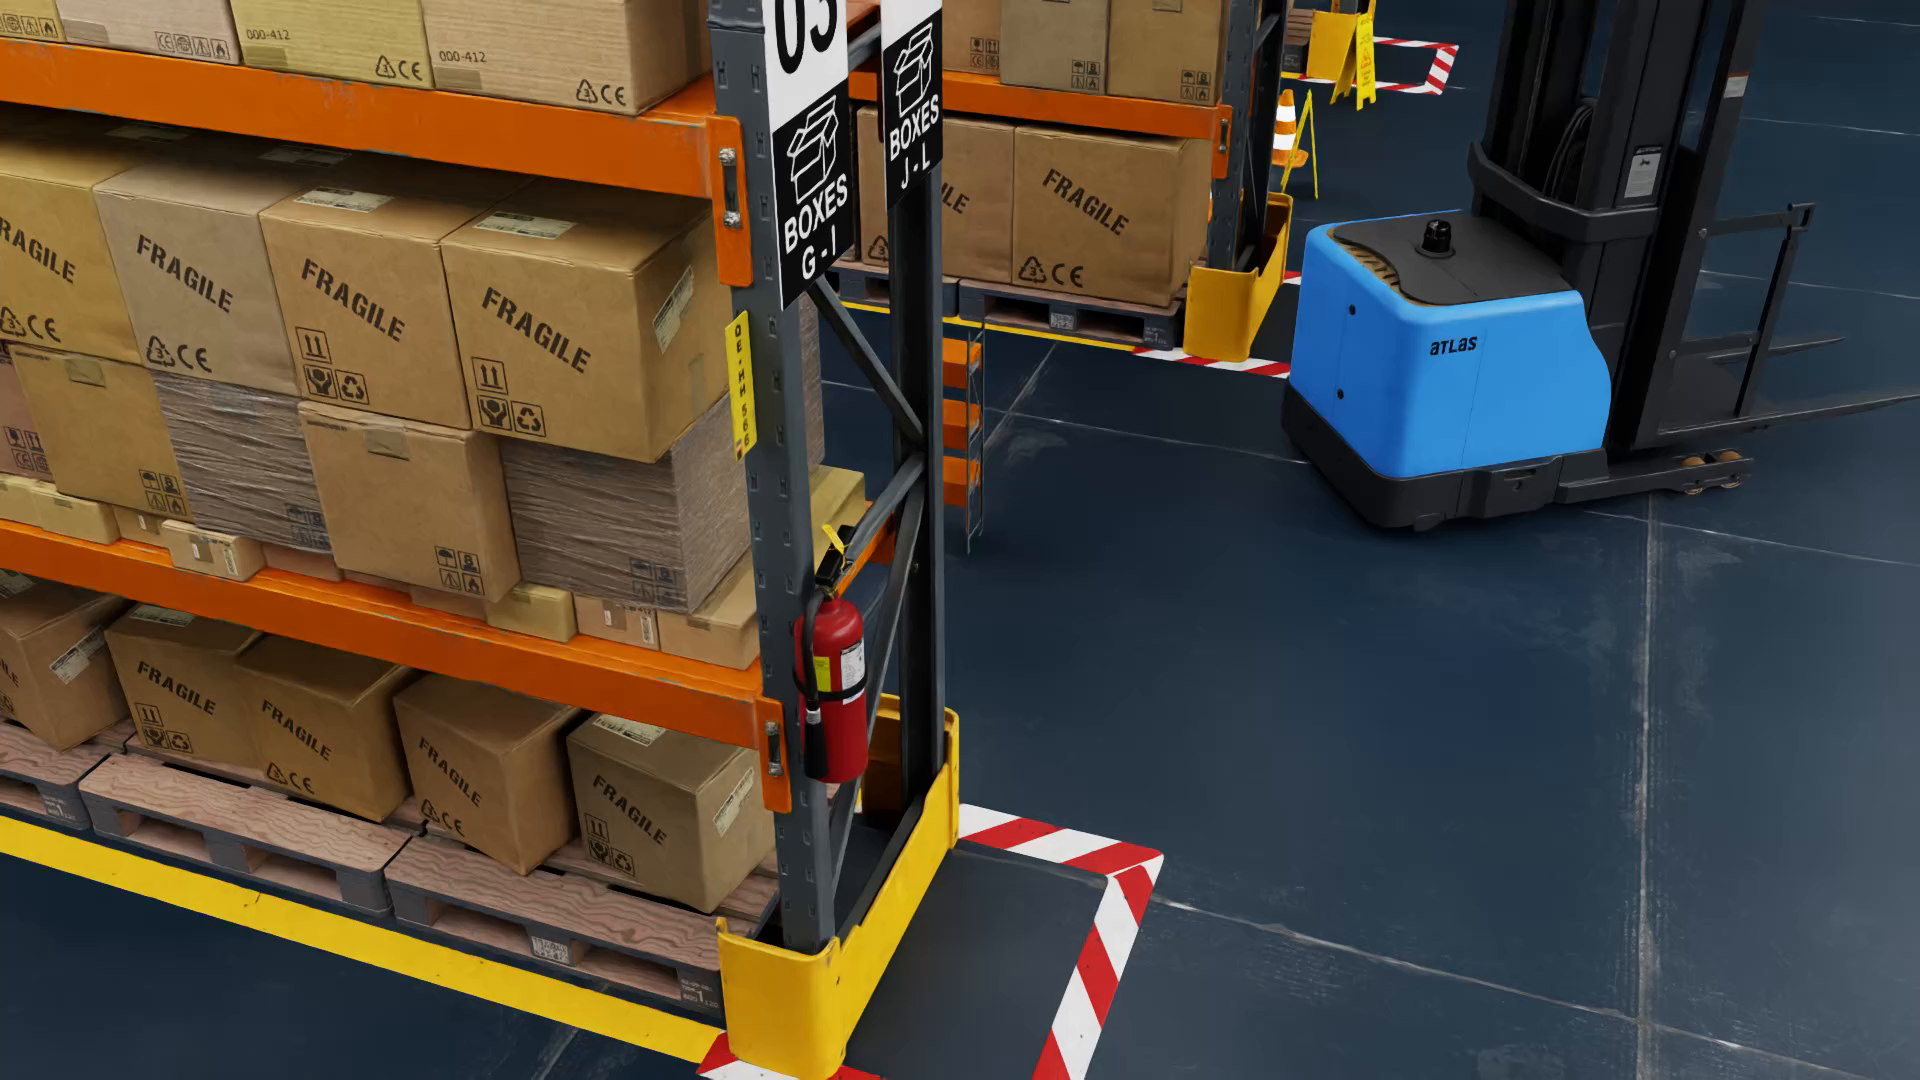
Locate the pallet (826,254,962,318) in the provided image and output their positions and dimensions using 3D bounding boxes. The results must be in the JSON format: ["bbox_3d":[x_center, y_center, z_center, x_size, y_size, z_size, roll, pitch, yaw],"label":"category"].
[{"bbox_3d":[-0.428,-1.669,9.641,1.213,0.211,1.003,11,34,16],"label":"pallet"}]

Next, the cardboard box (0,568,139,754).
[{"bbox_3d":[-3.133,0.340,5.875,0.500,0.500,0.500,23,39,31],"label":"cardboard box"}]

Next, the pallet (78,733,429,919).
[{"bbox_3d":[-2.242,0.771,5.862,1.213,0.211,1.003,11,34,16],"label":"pallet"}]

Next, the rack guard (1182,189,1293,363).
[{"bbox_3d":[1.518,-1.456,9.044,0.348,0.500,1.175,11,34,16],"label":"rack guard"}]

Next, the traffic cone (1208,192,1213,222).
[{"bbox_3d":[1.475,-2.267,10.334,0.334,0.463,0.336,11,34,16],"label":"traffic cone"}]

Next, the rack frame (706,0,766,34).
[{"bbox_3d":[-0.273,-2.516,2.851,0.127,3.000,1.000,11,34,16],"label":"rack frame"}]

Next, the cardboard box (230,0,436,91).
[{"bbox_3d":[-1.283,-1.242,3.780,0.500,0.250,0.500,11,35,17],"label":"cardboard box"}]

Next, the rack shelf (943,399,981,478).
[{"bbox_3d":[-0.050,-0.442,6.986,0.240,0.259,0.215,11,34,16],"label":"rack shelf"}]

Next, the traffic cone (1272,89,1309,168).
[{"bbox_3d":[2.176,-2.781,11.131,0.334,0.463,0.336,11,34,16],"label":"traffic cone"}]

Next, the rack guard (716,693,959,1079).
[{"bbox_3d":[-0.344,1.040,5.178,0.348,0.500,1.175,11,34,16],"label":"rack guard"}]

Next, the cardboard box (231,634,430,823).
[{"bbox_3d":[-2.012,0.539,5.568,0.500,0.500,0.500,14,35,21],"label":"cardboard box"}]

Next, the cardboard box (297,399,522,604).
[{"bbox_3d":[-1.292,-0.308,4.595,0.500,0.500,0.875,11,34,16],"label":"cardboard box"}]

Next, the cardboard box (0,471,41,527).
[{"bbox_3d":[-2.752,-0.213,5.047,0.250,0.149,0.380,11,34,16],"label":"cardboard box"}]

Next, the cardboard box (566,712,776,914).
[{"bbox_3d":[-0.855,0.755,5.233,0.500,0.500,0.500,18,37,25],"label":"cardboard box"}]

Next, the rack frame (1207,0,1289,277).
[{"bbox_3d":[1.496,-2.510,8.372,0.127,3.000,1.000,11,34,16],"label":"rack frame"}]

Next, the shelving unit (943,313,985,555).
[{"bbox_3d":[-0.050,-0.451,6.980,0.252,1.050,0.215,11,34,16],"label":"shelving unit"}]

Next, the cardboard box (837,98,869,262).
[{"bbox_3d":[-0.851,-2.212,9.482,0.875,0.875,0.875,11,35,17],"label":"cardboard box"}]

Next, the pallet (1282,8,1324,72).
[{"bbox_3d":[2.246,-4.065,13.352,1.213,0.211,1.003,11,34,16],"label":"pallet"}]

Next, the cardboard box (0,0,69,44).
[{"bbox_3d":[-2.238,-1.429,4.071,0.500,0.250,0.500,10,34,16],"label":"cardboard box"}]

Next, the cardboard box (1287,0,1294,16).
[{"bbox_3d":[2.405,-4.366,13.395,0.500,0.250,0.500,11,34,16],"label":"cardboard box"}]

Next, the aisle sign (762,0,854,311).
[{"bbox_3d":[-0.316,-0.924,3.519,0.004,0.787,0.394,11,34,16],"label":"aisle sign"}]

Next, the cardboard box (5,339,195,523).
[{"bbox_3d":[-2.215,-0.519,4.922,0.500,0.500,0.875,11,34,16],"label":"cardboard box"}]

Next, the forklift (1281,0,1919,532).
[{"bbox_3d":[3.112,-1.707,7.191,3.031,2.935,1.130,-9,34,-13],"label":"forklift"}]

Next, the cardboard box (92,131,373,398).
[{"bbox_3d":[-1.816,-0.739,4.341,0.500,0.500,0.500,11,34,16],"label":"cardboard box"}]

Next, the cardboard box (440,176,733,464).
[{"bbox_3d":[-0.874,-0.558,4.060,0.500,0.500,0.500,11,34,16],"label":"cardboard box"}]

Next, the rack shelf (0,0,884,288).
[{"bbox_3d":[-2.155,-1.320,4.427,4.000,0.370,1.077,11,34,16],"label":"rack shelf"}]

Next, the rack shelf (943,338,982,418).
[{"bbox_3d":[-0.050,-0.680,6.832,0.240,0.259,0.215,11,34,16],"label":"rack shelf"}]

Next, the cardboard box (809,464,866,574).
[{"bbox_3d":[-0.461,-0.064,4.816,0.250,0.149,0.380,11,34,16],"label":"cardboard box"}]

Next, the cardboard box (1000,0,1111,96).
[{"bbox_3d":[0.606,-2.707,8.540,0.550,0.550,0.875,11,34,16],"label":"cardboard box"}]

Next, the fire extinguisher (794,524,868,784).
[{"bbox_3d":[-0.320,0.293,4.103,0.183,0.674,0.296,11,34,16],"label":"fire extinguisher"}]

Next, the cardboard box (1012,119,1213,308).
[{"bbox_3d":[0.835,-1.884,8.975,0.875,0.875,0.875,11,35,17],"label":"cardboard box"}]

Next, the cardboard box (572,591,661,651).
[{"bbox_3d":[-0.846,0.117,4.535,0.250,0.149,0.380,11,34,16],"label":"cardboard box"}]

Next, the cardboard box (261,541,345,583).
[{"bbox_3d":[-1.793,-0.058,4.805,0.250,0.149,0.380,11,34,16],"label":"cardboard box"}]

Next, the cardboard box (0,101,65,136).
[{"bbox_3d":[-2.759,-0.920,4.622,0.500,0.500,0.500,11,34,16],"label":"cardboard box"}]

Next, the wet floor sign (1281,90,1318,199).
[{"bbox_3d":[2.191,-2.527,10.569,0.232,0.644,0.267,5,33,8],"label":"wet floor sign"}]

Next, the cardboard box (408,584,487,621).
[{"bbox_3d":[-1.329,0.044,4.649,0.250,0.149,0.380,11,34,16],"label":"cardboard box"}]

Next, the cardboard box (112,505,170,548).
[{"bbox_3d":[-2.270,-0.139,4.932,0.250,0.149,0.380,11,34,16],"label":"cardboard box"}]
